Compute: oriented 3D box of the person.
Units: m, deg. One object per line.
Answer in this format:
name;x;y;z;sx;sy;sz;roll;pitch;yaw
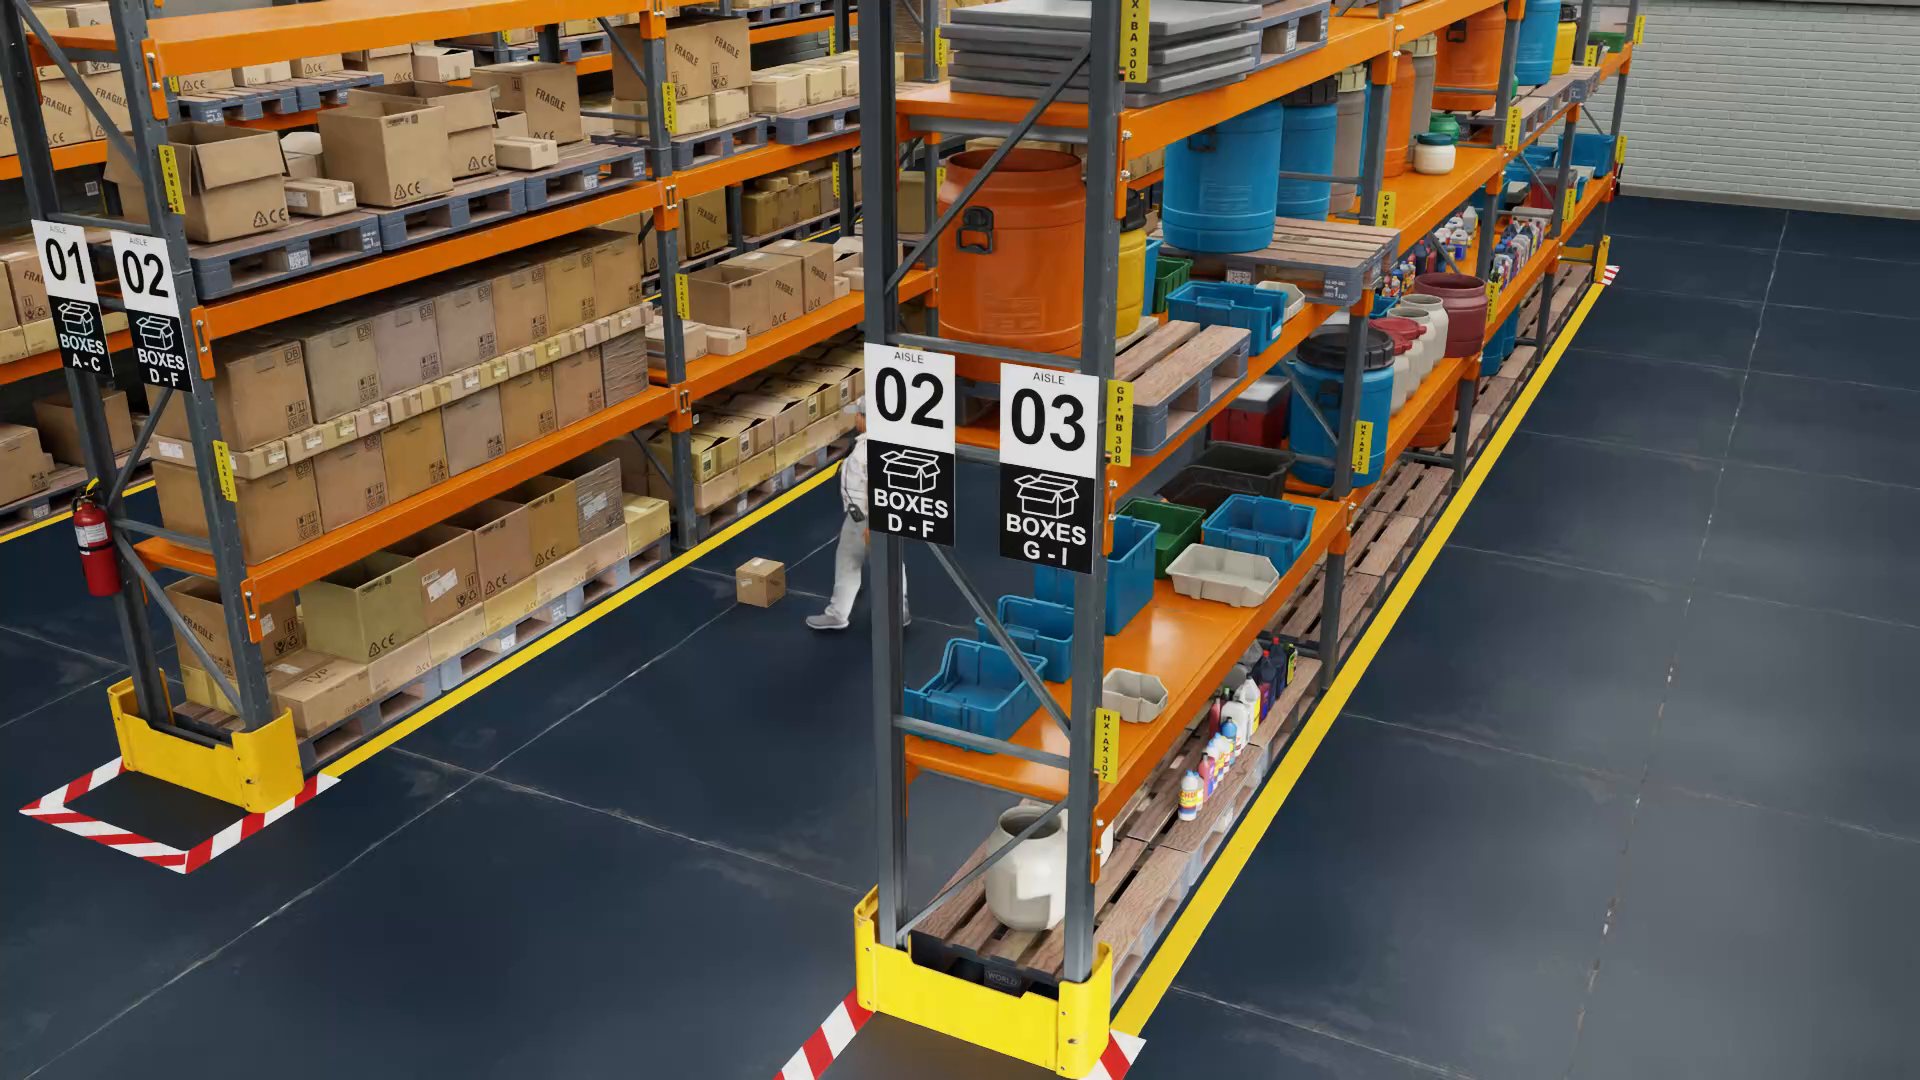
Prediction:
person;-0.677;-0.193;11.151;0.691;1.655;0.487;8;24;19
